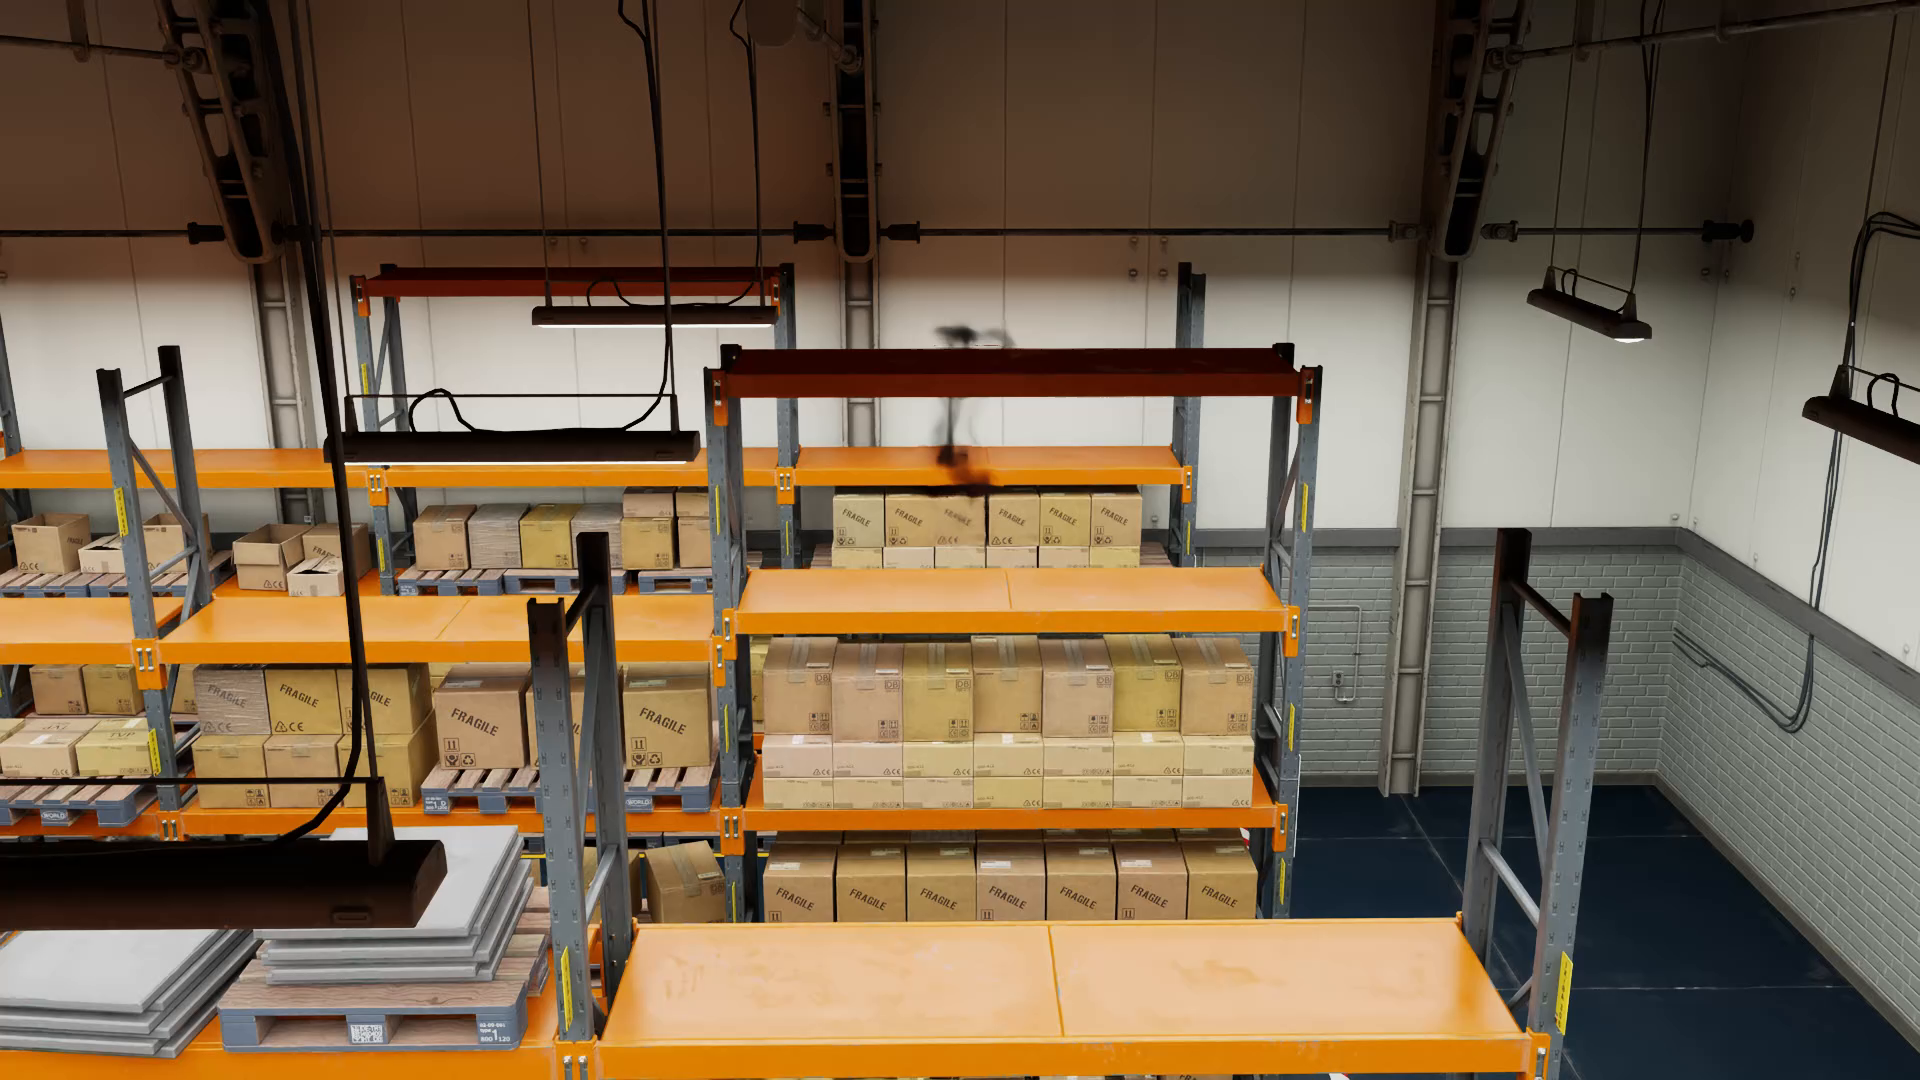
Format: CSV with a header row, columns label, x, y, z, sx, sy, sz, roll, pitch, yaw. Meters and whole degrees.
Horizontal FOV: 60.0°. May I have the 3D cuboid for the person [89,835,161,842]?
label,x,y,z,sx,sy,sz,roll,pitch,yaw
person,-7.227,3.196,14.570,0.923,1.689,0.647,-1,16,-3
